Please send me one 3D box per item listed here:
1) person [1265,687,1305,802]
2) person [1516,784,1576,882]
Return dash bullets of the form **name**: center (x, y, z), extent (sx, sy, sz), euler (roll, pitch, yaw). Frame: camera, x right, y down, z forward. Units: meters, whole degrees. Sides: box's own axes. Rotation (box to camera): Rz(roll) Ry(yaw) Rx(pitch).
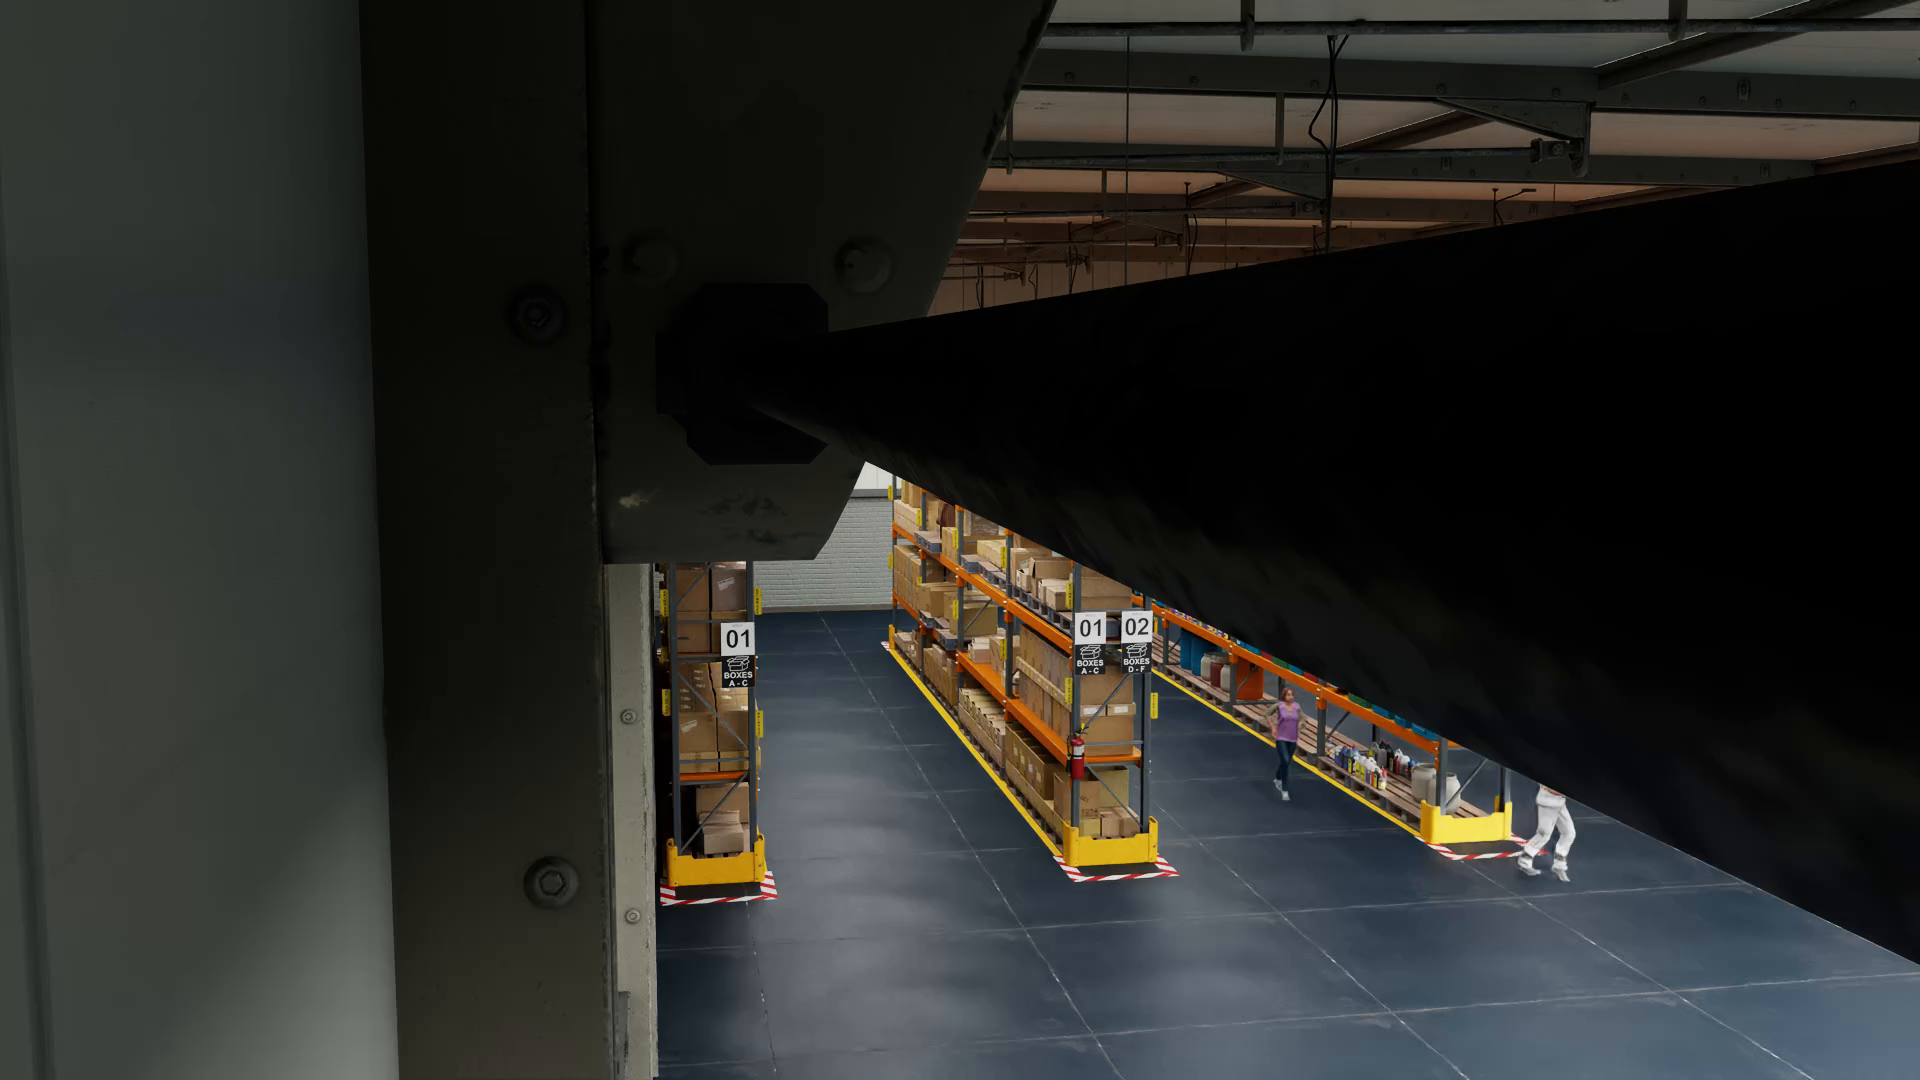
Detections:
- **person**: center (4.730, 2.932, 24.129), extent (0.523, 1.647, 0.739), euler (-1, 6, -12)
- **person**: center (7.207, 3.279, 20.236), extent (0.760, 1.871, 0.680), euler (4, 7, 31)
